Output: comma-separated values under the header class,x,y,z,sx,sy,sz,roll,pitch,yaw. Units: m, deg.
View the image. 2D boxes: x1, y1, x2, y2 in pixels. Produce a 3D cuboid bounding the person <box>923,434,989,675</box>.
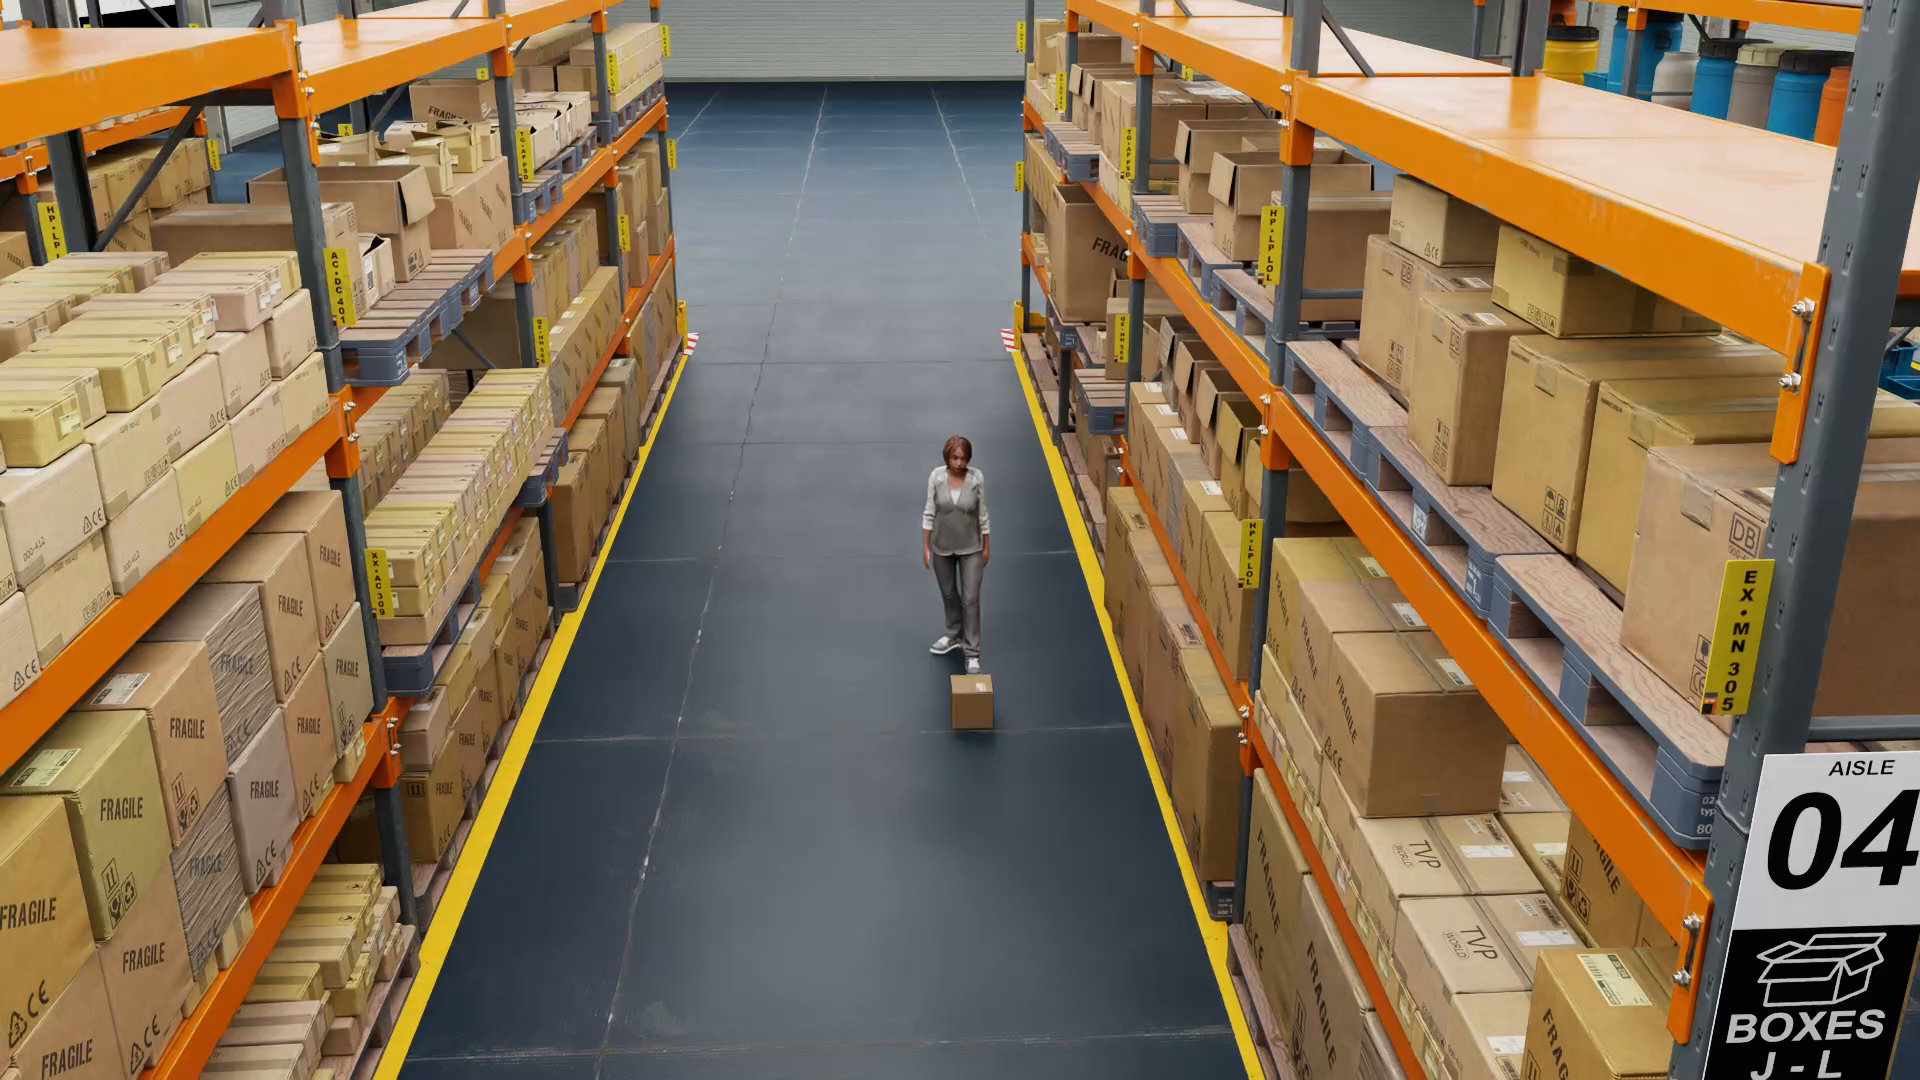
class,x,y,z,sx,sy,sz,roll,pitch,yaw
person,-0.034,0.076,10.869,0.426,1.583,0.604,3,21,8
